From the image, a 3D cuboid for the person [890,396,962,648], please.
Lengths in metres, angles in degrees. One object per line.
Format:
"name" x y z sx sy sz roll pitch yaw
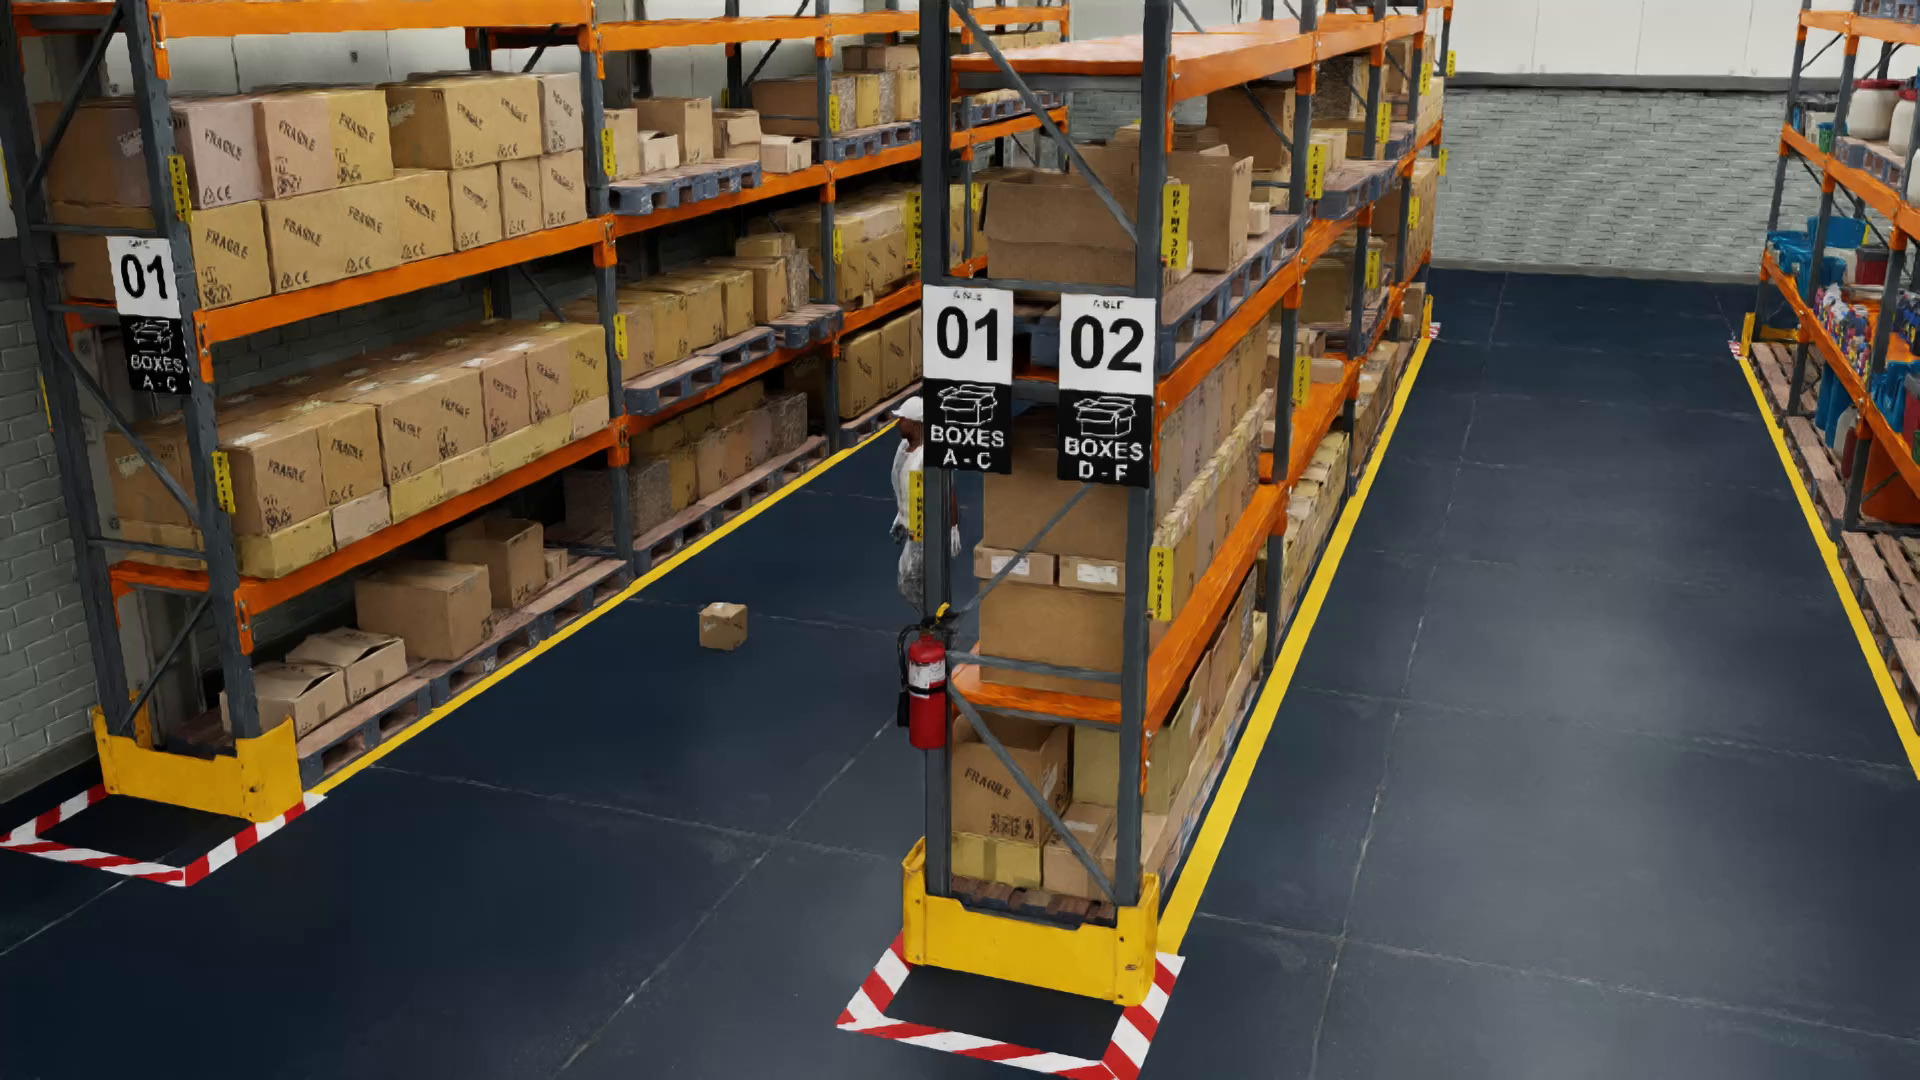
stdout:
"person" -0.251 -0.090 11.249 0.452 1.775 0.641 -7 20 -19
